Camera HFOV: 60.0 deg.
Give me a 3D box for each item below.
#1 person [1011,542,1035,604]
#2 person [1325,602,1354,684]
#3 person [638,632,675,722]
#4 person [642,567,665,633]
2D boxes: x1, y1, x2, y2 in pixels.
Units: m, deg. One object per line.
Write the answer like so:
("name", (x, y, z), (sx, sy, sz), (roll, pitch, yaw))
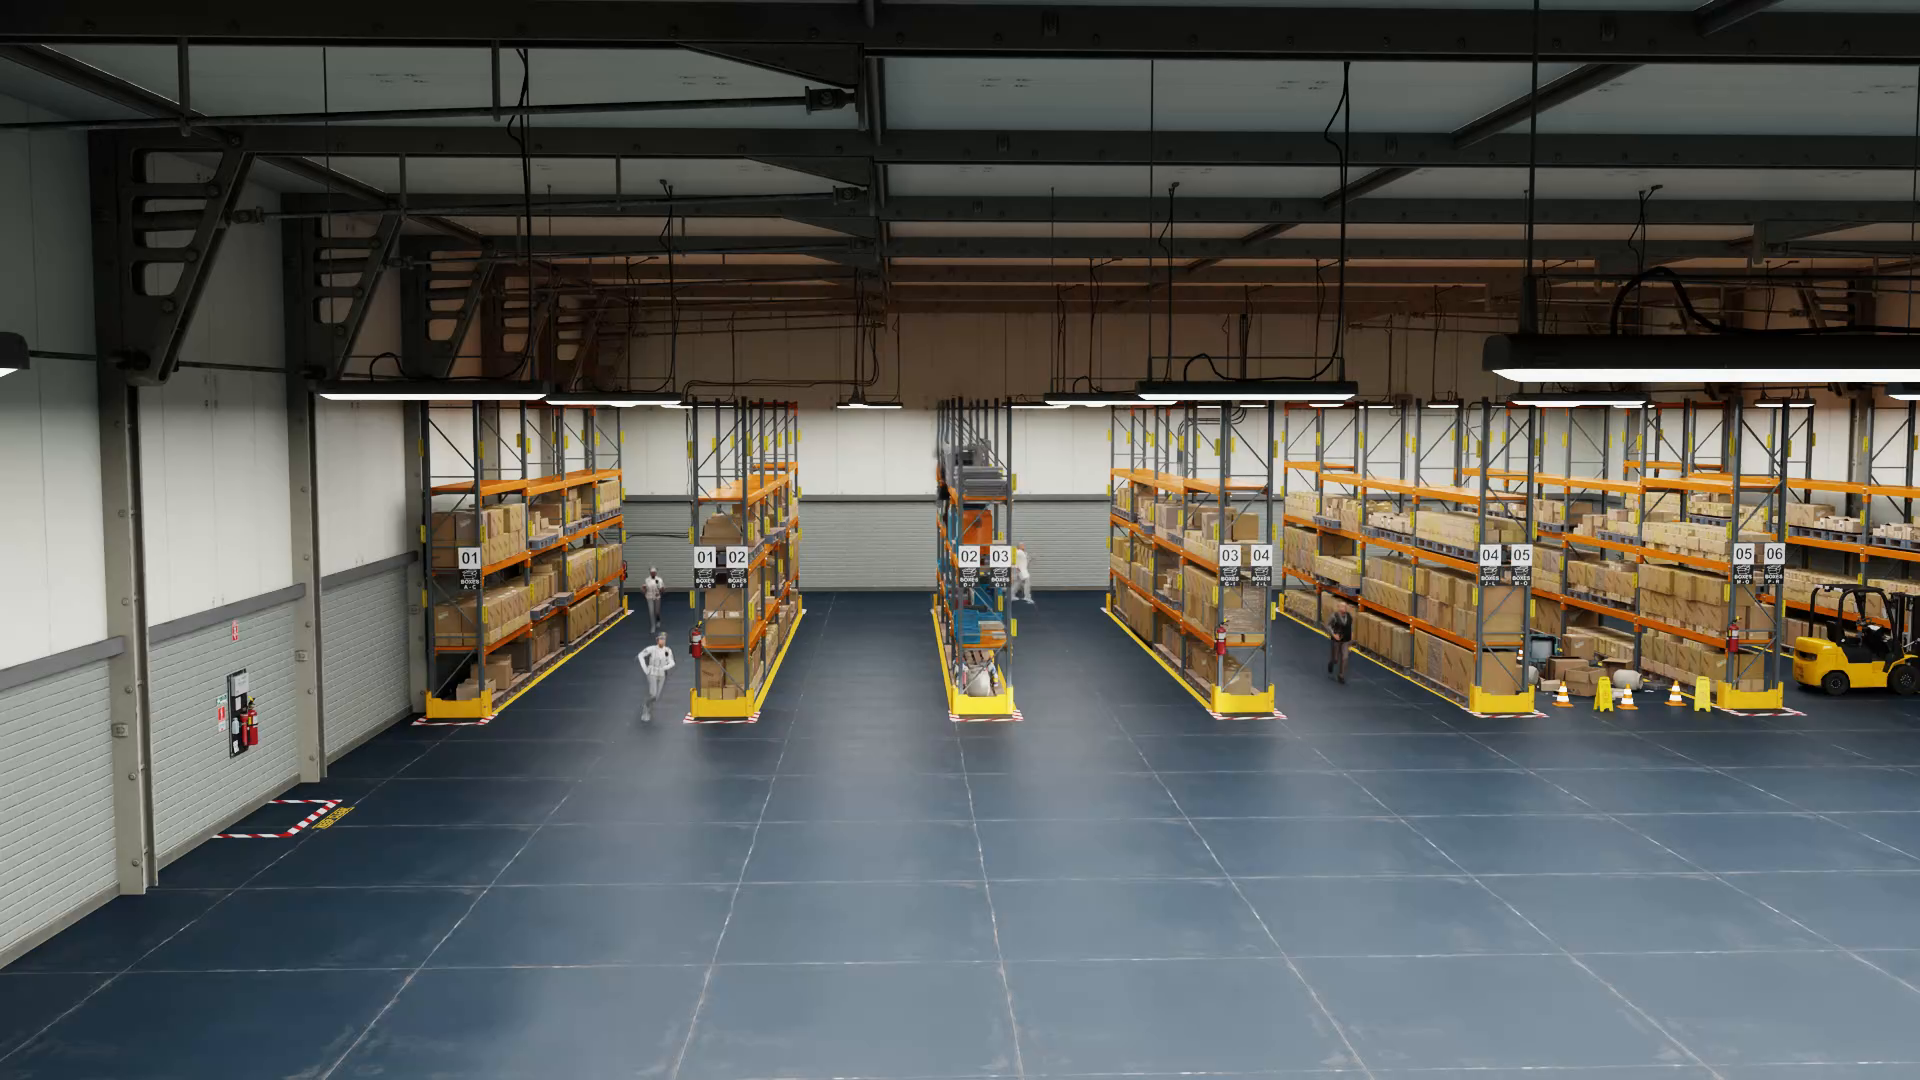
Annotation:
("person", (1.840, 0.979, 49.802), (0.909, 1.836, 0.681), (1, 5, 15))
("person", (8.075, 2.156, 35.342), (0.683, 1.713, 0.895), (-1, 4, -9))
("person", (-5.607, 2.519, 30.778), (0.617, 1.663, 0.619), (-3, 5, -32))
("person", (-7.997, 1.539, 43.370), (0.585, 1.695, 0.675), (0, 4, -6))
